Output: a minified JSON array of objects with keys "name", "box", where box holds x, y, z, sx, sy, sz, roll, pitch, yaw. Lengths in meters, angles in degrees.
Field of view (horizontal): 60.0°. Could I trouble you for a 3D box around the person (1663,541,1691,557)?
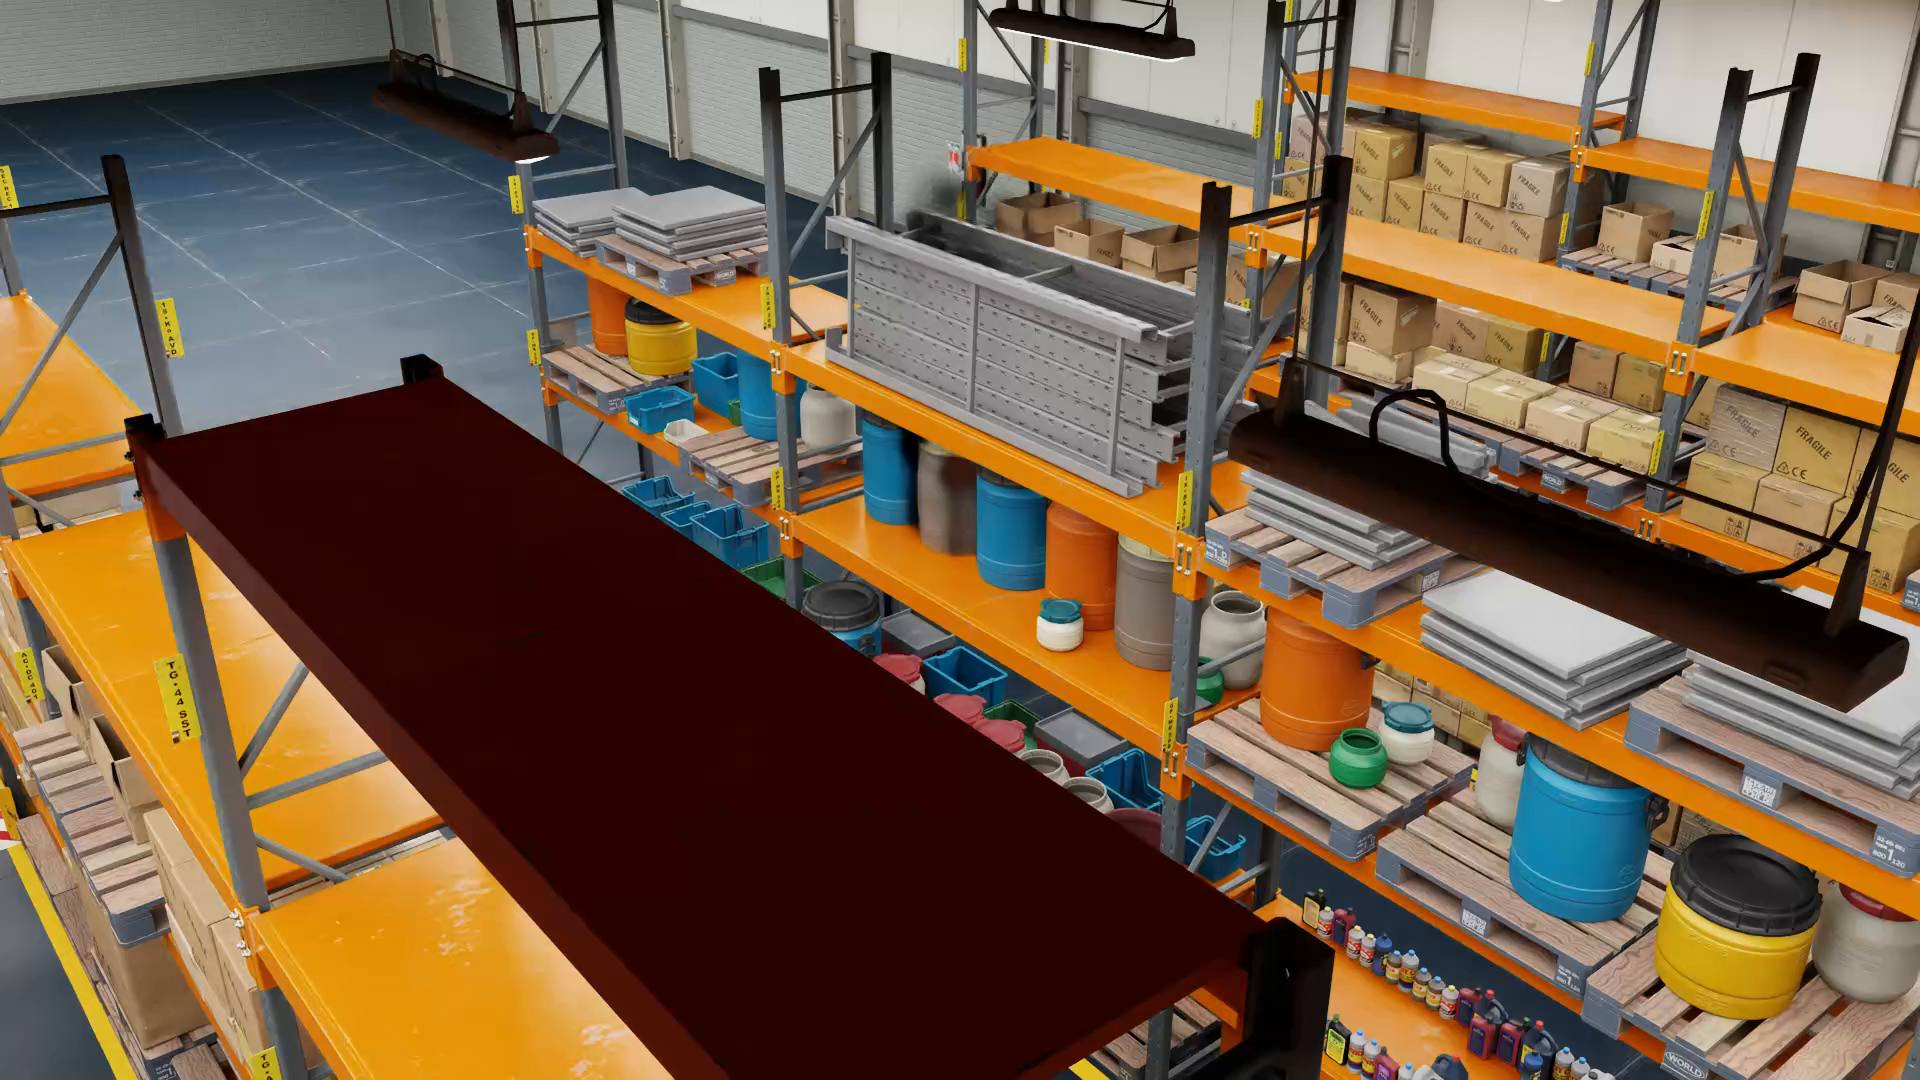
[{"name":"person","box":[6.381,0.604,15.141,0.548,1.657,0.621,21,33,36]}]
